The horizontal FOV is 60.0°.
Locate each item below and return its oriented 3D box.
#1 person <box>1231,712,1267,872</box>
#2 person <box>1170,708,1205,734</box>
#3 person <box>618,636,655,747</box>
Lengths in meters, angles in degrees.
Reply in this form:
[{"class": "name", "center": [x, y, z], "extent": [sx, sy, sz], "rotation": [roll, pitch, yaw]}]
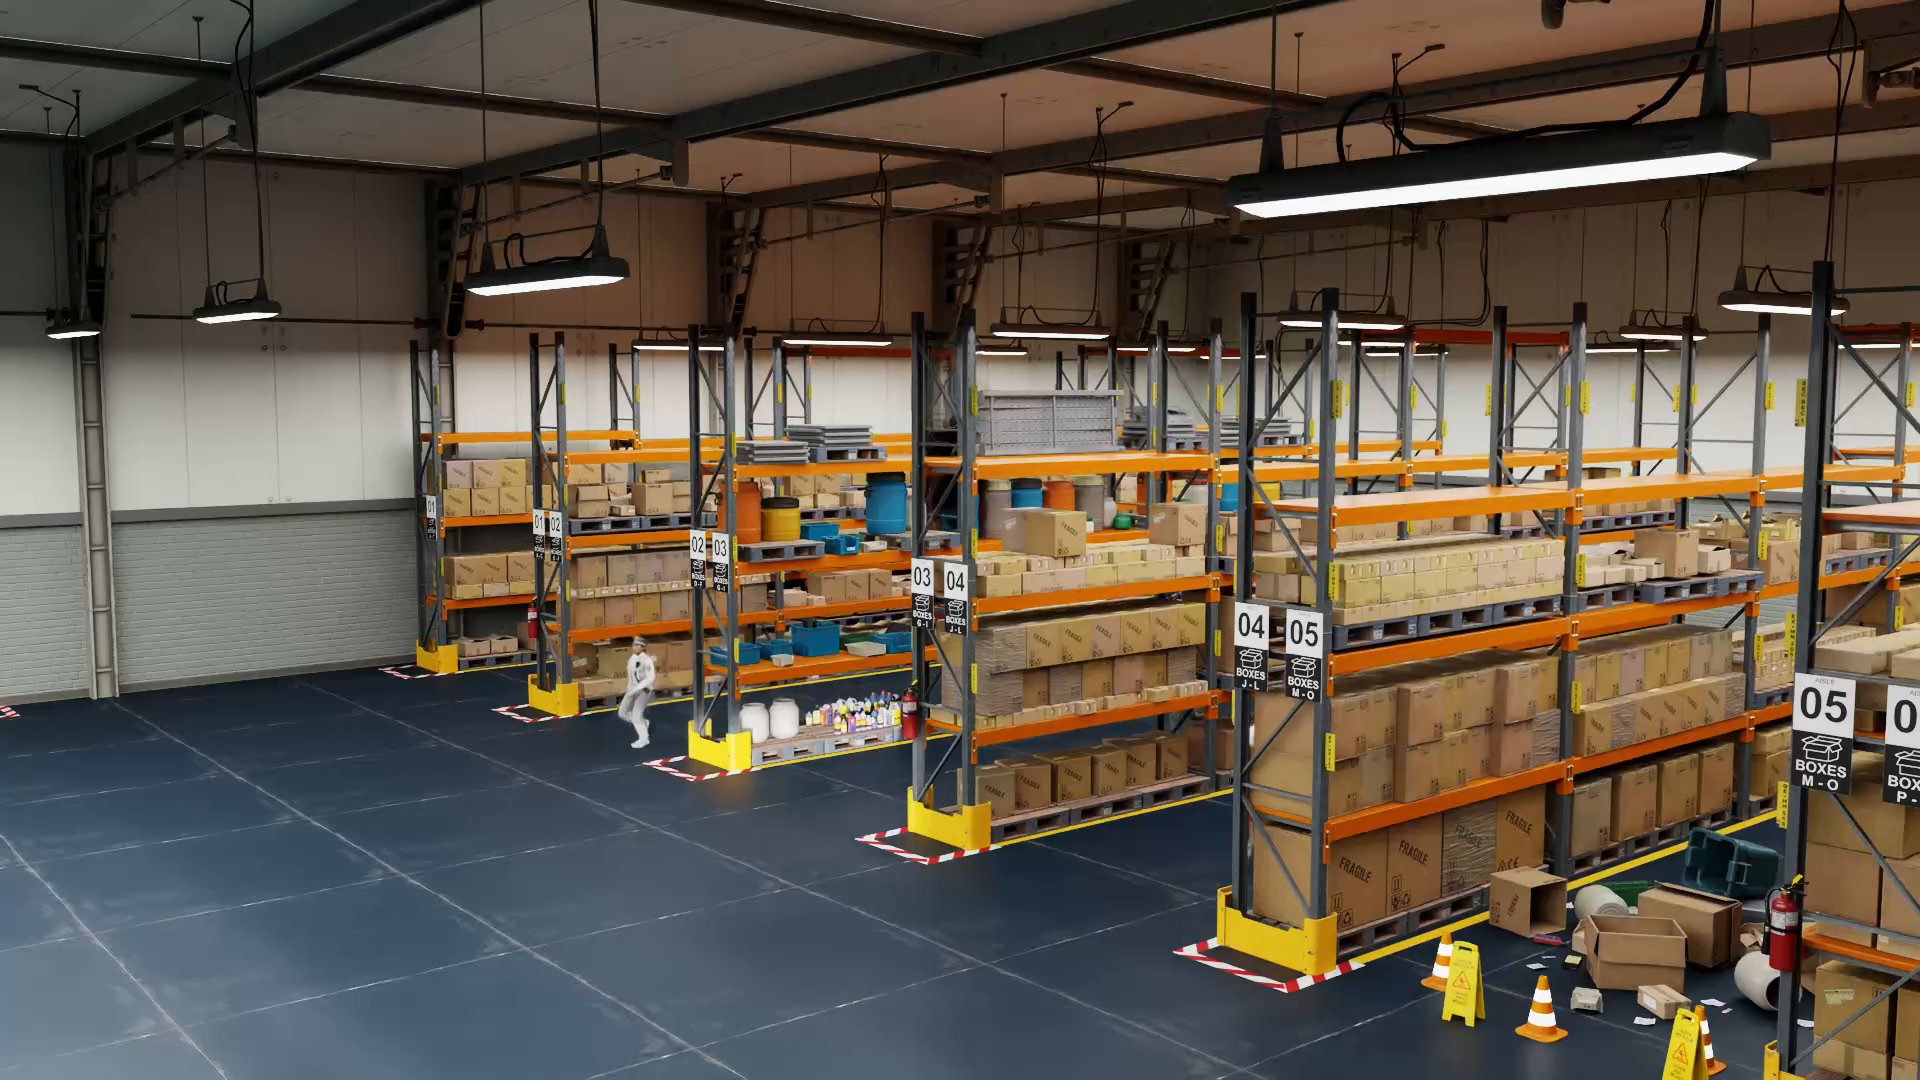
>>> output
[{"class": "person", "center": [3.218, 2.629, 17.782], "extent": [0.695, 1.762, 0.964], "rotation": [5, 7, 41]}, {"class": "person", "center": [3.234, 2.124, 23.798], "extent": [0.836, 1.663, 0.624], "rotation": [-4, 7, -39]}, {"class": "person", "center": [-4.601, 2.162, 23.752], "extent": [0.496, 1.631, 0.626], "rotation": [-5, 7, -44]}]
